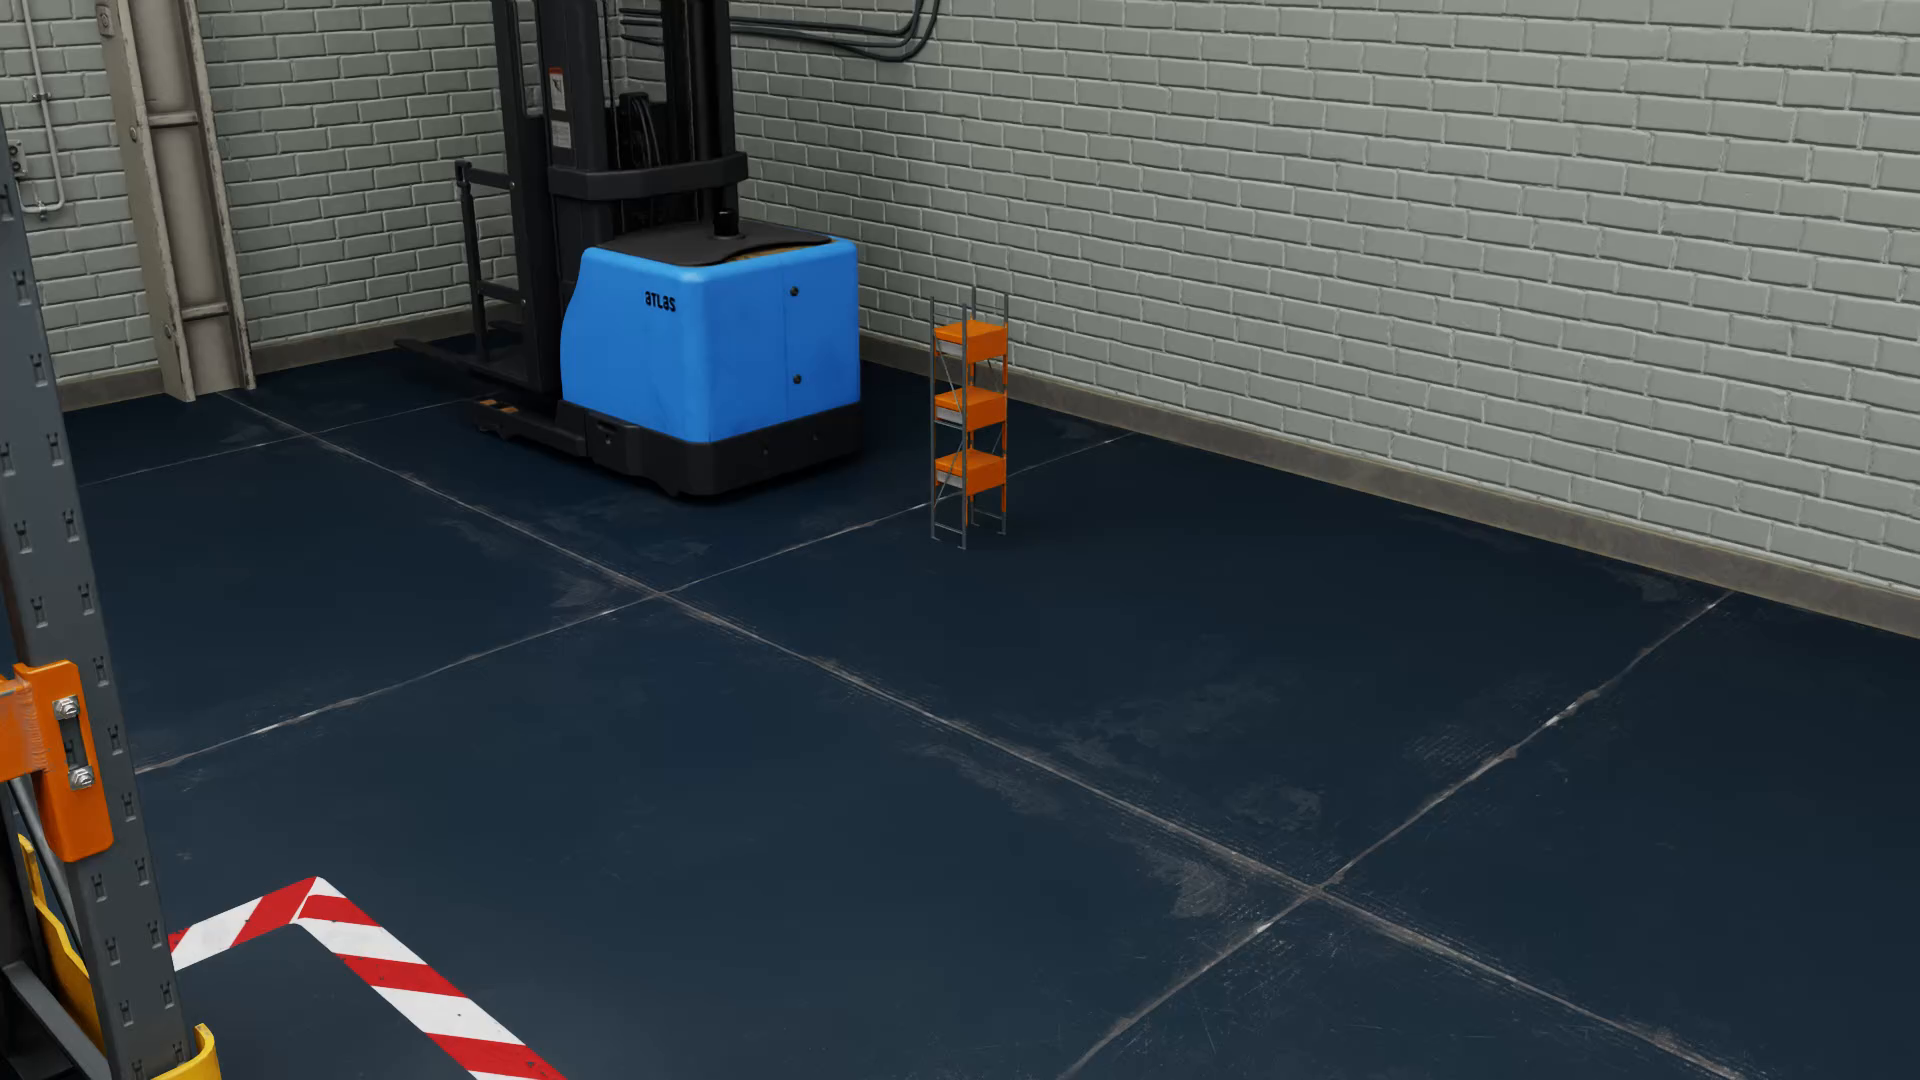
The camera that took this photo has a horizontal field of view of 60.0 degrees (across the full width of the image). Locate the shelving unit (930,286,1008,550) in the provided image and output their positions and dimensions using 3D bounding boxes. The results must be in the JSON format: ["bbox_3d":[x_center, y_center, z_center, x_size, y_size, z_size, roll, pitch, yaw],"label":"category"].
[{"bbox_3d":[0.037,-0.504,6.922,0.215,1.050,0.252,19,28,41],"label":"shelving unit"}]

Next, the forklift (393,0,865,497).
[{"bbox_3d":[-1.873,-1.993,8.175,3.031,2.935,1.130,19,28,40],"label":"forklift"}]

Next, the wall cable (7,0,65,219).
[{"bbox_3d":[-5.218,-2.366,7.633,0.084,1.984,1.851,19,28,41],"label":"wall cable"}]

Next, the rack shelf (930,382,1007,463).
[{"bbox_3d":[0.037,-0.494,6.926,0.215,0.259,0.240,19,28,41],"label":"rack shelf"}]

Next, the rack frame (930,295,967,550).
[{"bbox_3d":[-0.048,-0.472,6.840,0.200,1.050,0.008,19,28,41],"label":"rack frame"}]

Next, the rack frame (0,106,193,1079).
[{"bbox_3d":[-1.882,-0.087,3.120,1.000,3.000,0.127,19,28,41],"label":"rack frame"}]

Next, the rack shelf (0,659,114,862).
[{"bbox_3d":[-3.277,0.763,1.911,1.077,0.370,4.000,19,28,41],"label":"rack shelf"}]

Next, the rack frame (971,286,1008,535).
[{"bbox_3d":[0.122,-0.535,7.004,0.200,1.050,0.008,19,28,41],"label":"rack frame"}]

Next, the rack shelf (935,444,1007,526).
[{"bbox_3d":[0.037,-0.234,7.026,0.215,0.259,0.240,19,28,41],"label":"rack shelf"}]

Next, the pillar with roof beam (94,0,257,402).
[{"bbox_3d":[-1.085,-3.959,4.833,9.100,9.000,0.400,19,28,41],"label":"pillar with roof beam"}]

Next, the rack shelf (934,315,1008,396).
[{"bbox_3d":[0.037,-0.759,6.824,0.215,0.259,0.240,19,28,41],"label":"rack shelf"}]

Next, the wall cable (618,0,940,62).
[{"bbox_3d":[-1.232,-4.041,9.374,3.097,2.526,0.112,19,28,41],"label":"wall cable"}]

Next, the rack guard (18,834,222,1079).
[{"bbox_3d":[-1.935,1.099,3.518,1.175,0.500,0.348,19,28,41],"label":"rack guard"}]
